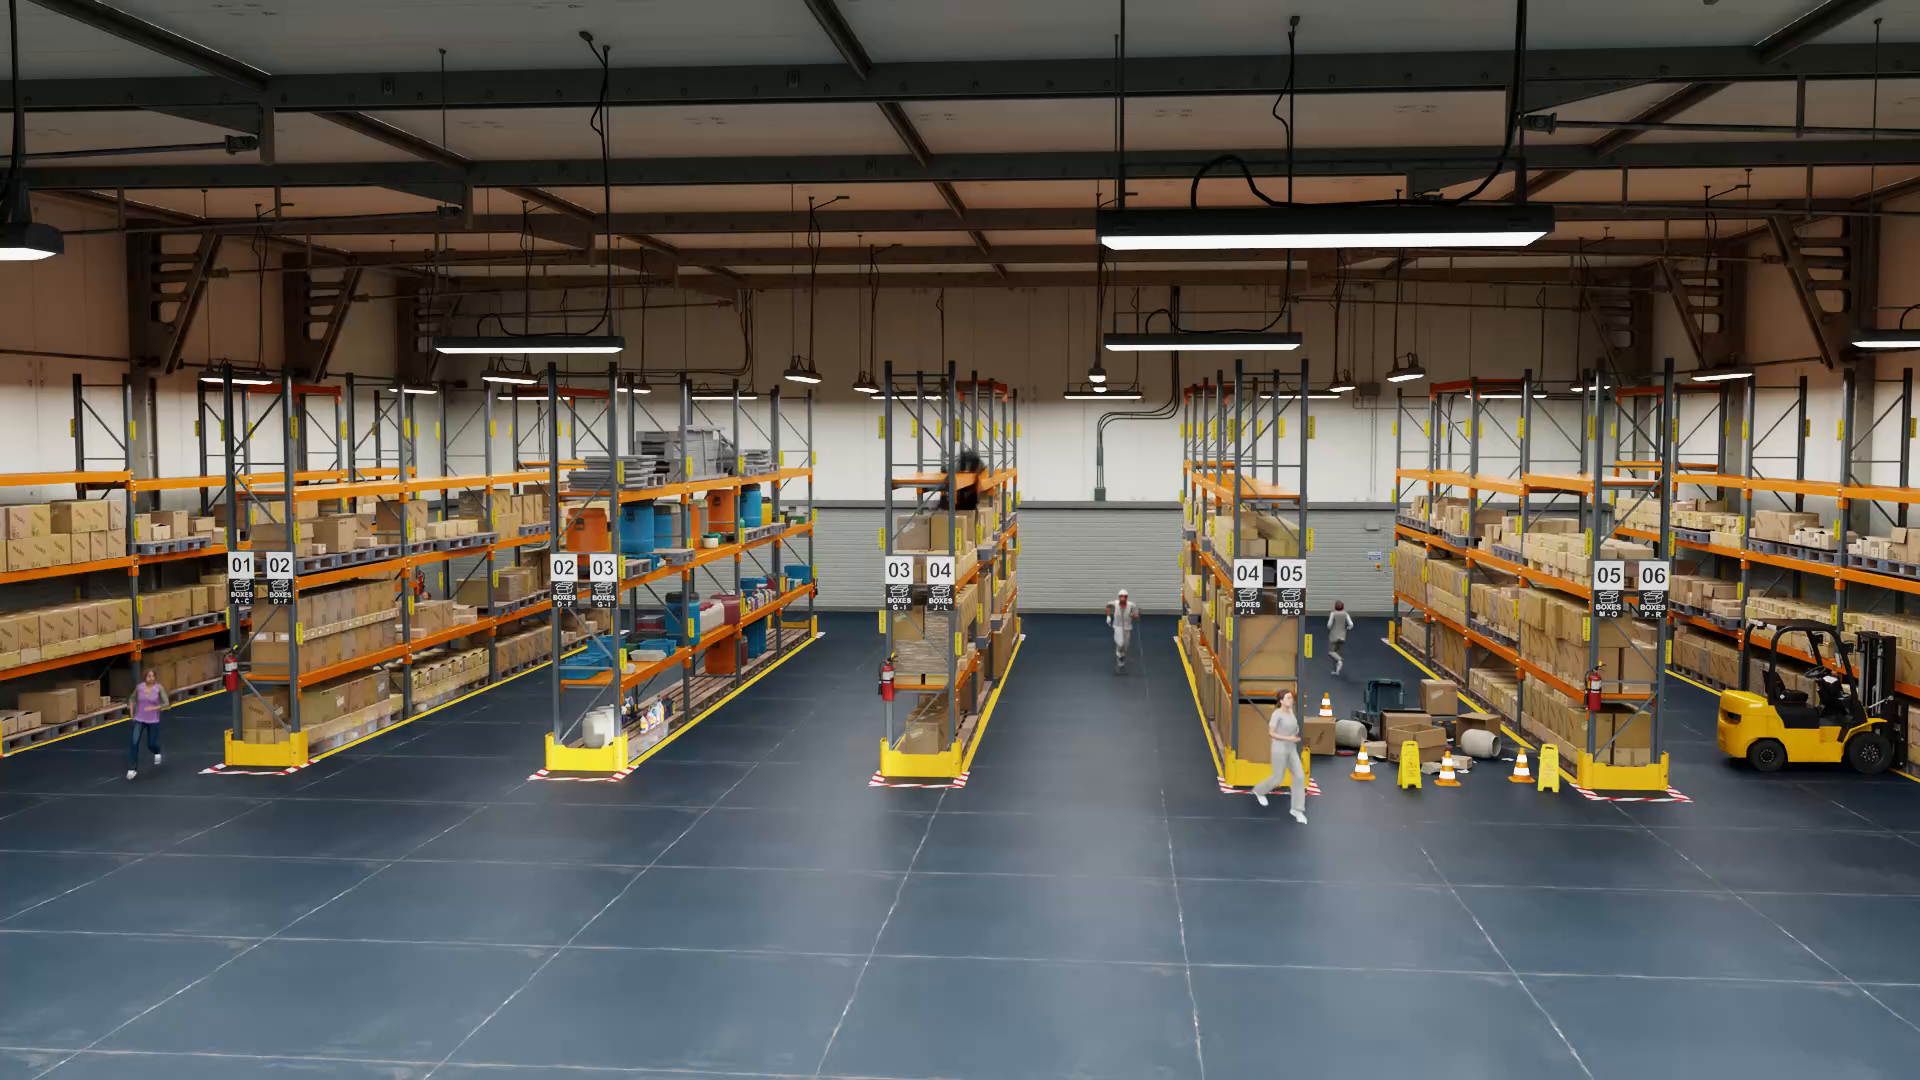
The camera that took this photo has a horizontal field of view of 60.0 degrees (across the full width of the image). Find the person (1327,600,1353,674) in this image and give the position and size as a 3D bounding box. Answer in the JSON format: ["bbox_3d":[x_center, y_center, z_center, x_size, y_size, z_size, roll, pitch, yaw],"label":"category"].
[{"bbox_3d":[7.739,1.995,33.924,0.539,1.550,0.622,-1,4,-10],"label":"person"}]

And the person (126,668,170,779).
[{"bbox_3d":[-11.839,2.652,24.281,0.567,1.568,0.760,-1,4,-15],"label":"person"}]

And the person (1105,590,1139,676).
[{"bbox_3d":[3.336,1.880,34.227,0.648,1.774,0.963,0,4,-5],"label":"person"}]

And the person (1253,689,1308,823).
[{"bbox_3d":[4.159,2.769,21.544,0.597,1.709,0.922,-3,5,-40],"label":"person"}]

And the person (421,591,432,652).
[{"bbox_3d":[-11.153,1.877,34.793,0.607,1.632,0.941,0,4,5],"label":"person"}]
